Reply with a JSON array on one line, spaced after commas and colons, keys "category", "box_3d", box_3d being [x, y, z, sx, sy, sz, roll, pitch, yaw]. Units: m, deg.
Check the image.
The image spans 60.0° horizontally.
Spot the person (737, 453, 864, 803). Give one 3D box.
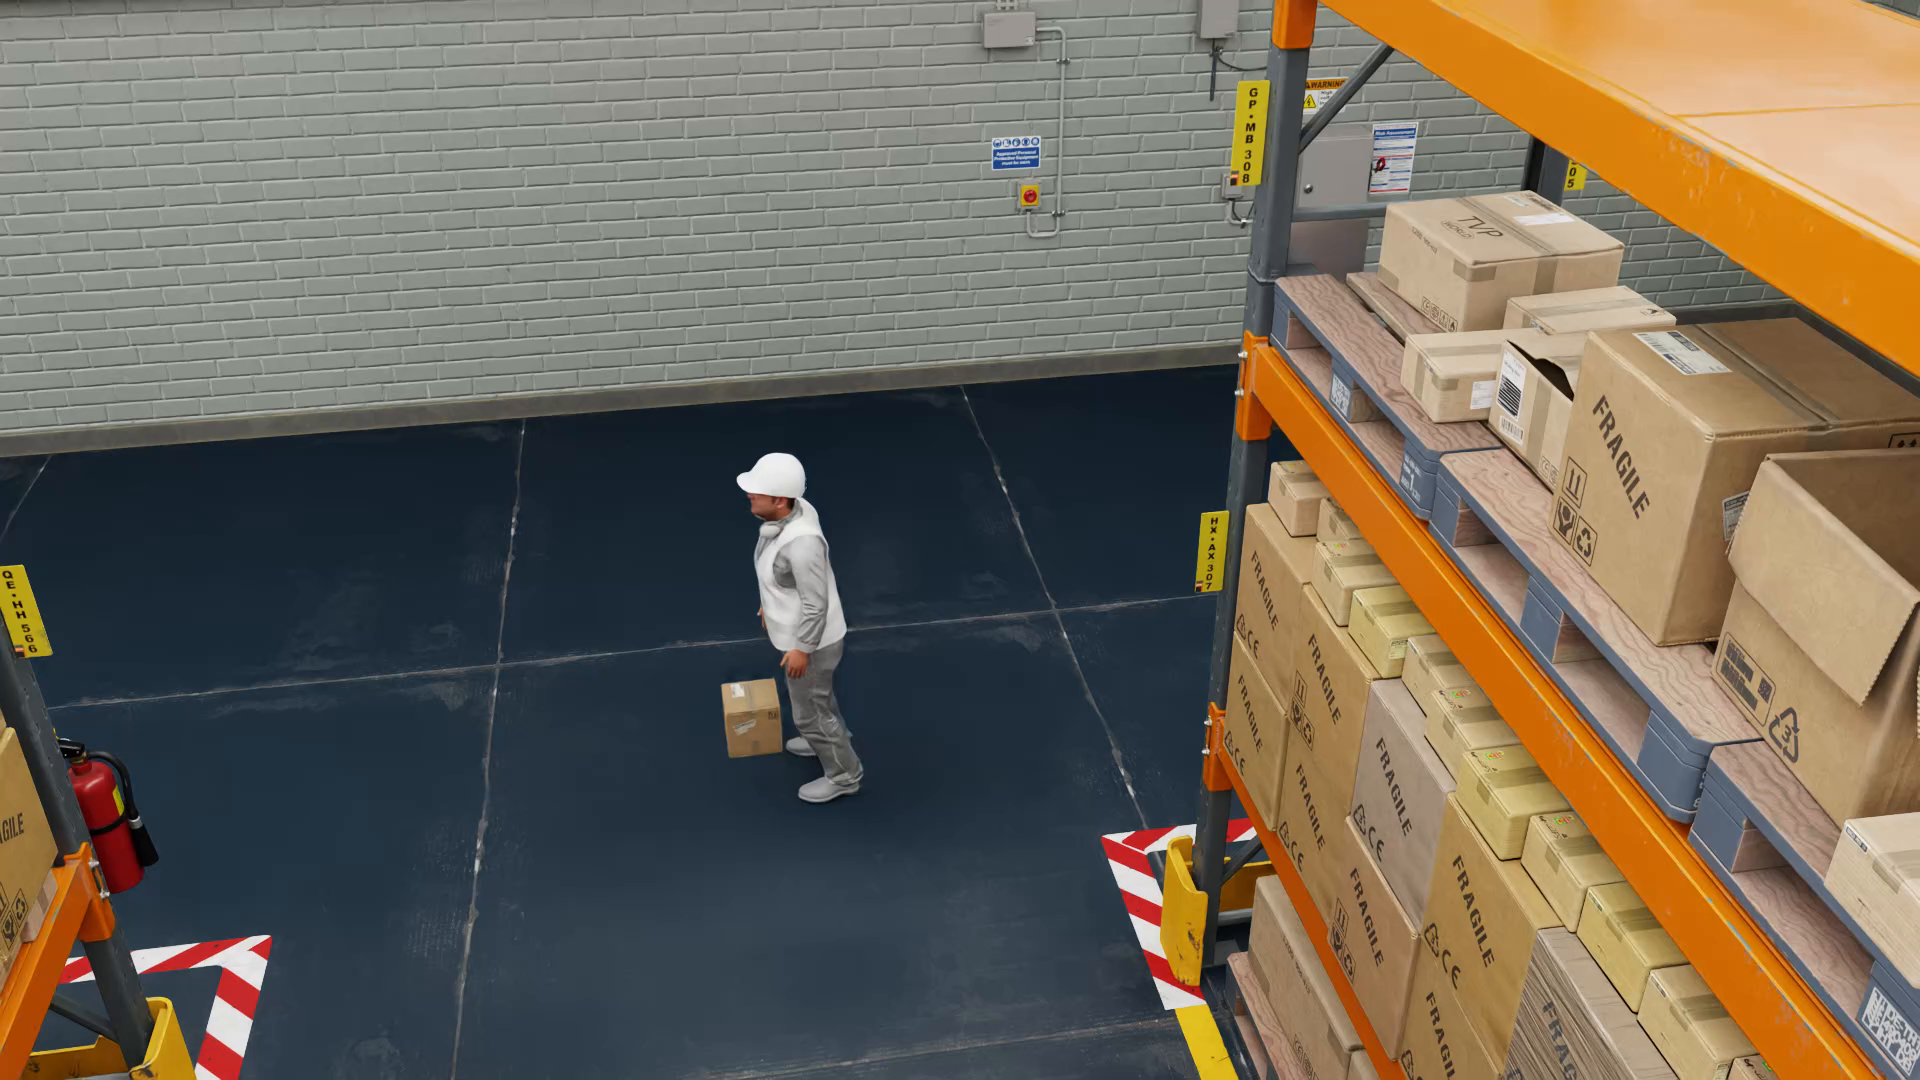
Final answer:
[{"category": "person", "box_3d": [-0.708, 0.388, 7.468, 0.483, 1.755, 0.654, -6, 31, -10]}]
